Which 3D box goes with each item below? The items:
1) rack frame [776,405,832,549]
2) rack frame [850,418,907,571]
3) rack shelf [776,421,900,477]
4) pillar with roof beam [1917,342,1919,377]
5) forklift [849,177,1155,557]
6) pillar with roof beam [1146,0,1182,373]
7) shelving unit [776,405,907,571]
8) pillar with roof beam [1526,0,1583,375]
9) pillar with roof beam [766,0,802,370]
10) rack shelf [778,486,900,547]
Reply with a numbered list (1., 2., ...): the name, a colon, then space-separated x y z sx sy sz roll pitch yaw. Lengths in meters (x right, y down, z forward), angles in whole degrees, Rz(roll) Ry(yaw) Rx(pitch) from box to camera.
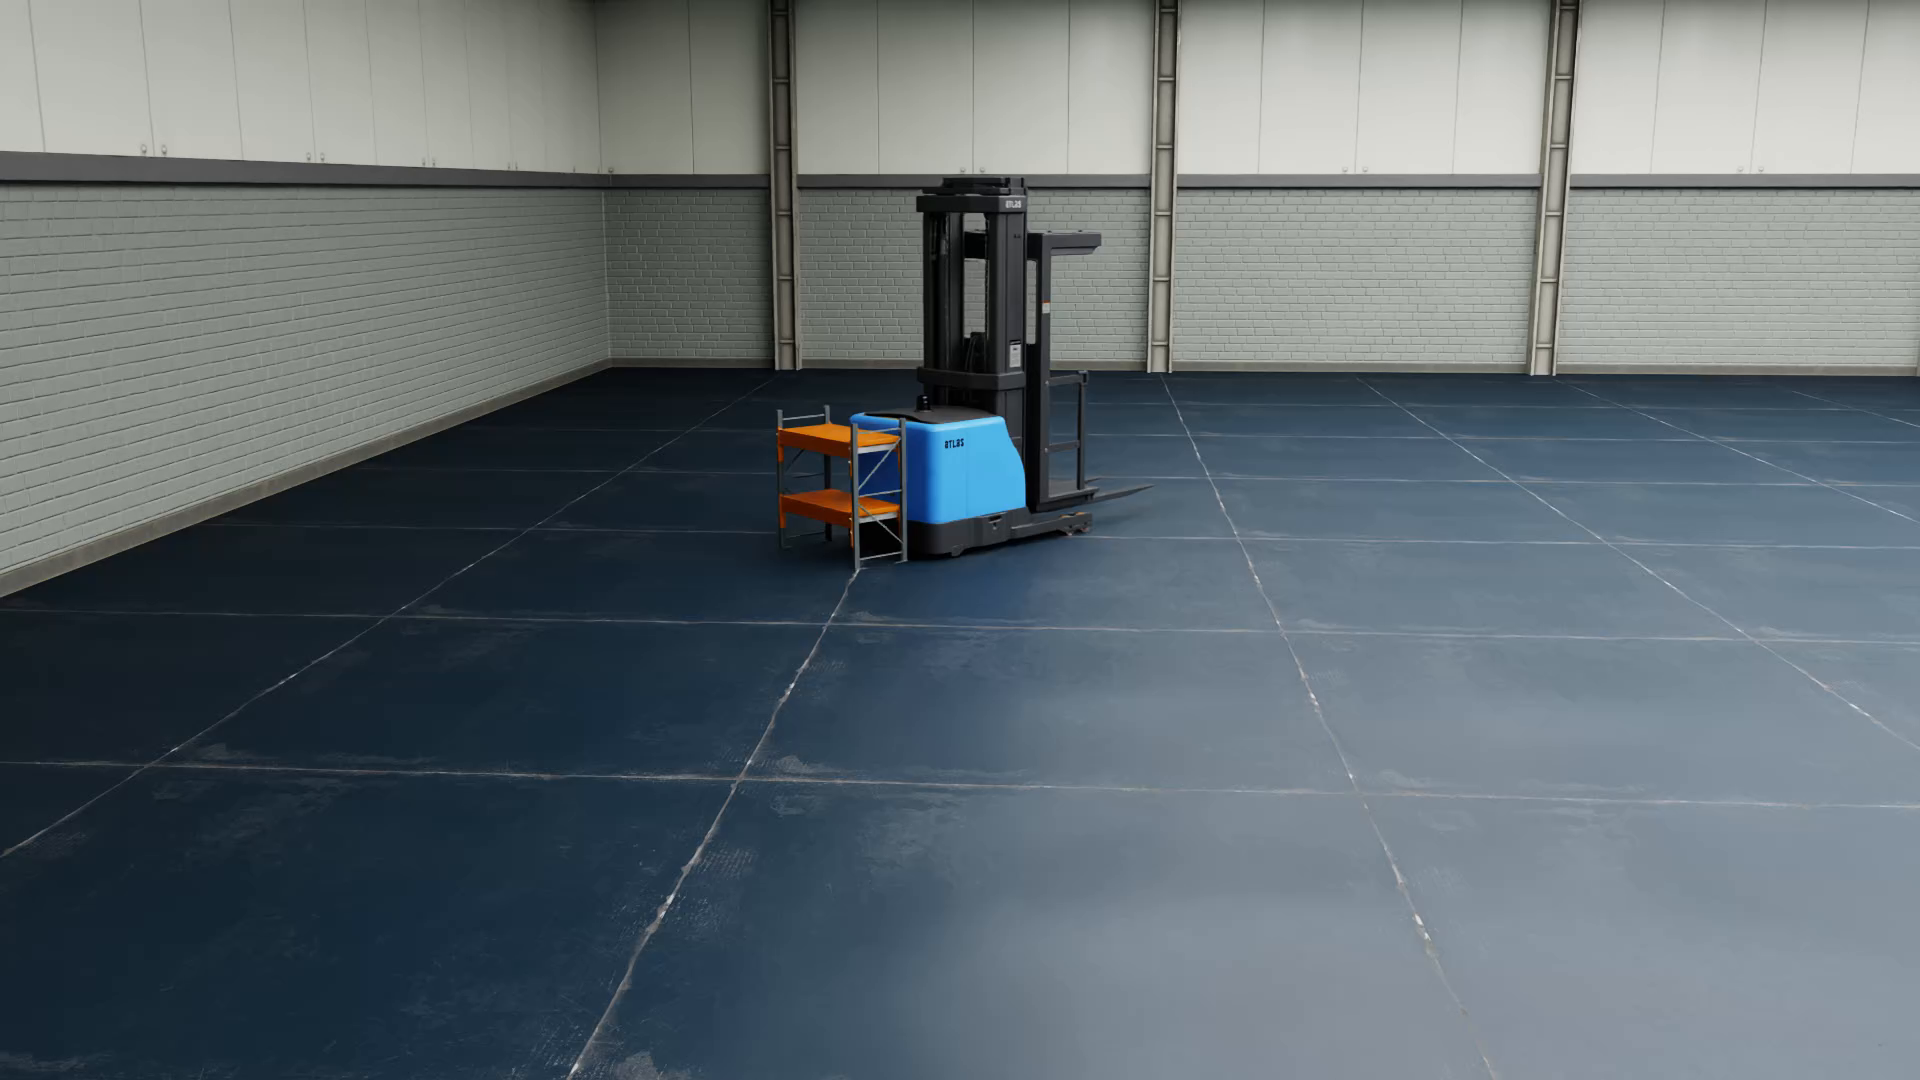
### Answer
1. rack frame: -1.261 -0.513 13.467 0.500 1.125 0.032 -10 15 -38
2. rack frame: -0.616 -0.352 12.697 0.500 1.125 0.032 -10 15 -38
3. rack shelf: -0.939 -0.719 13.021 0.538 0.278 1.000 -10 15 -38
4. pillar with roof beam: 14.879 -6.065 20.782 0.400 9.000 9.100 1 12 4
5. forklift: 0.480 -1.542 13.982 1.130 2.935 3.031 11 16 43
6. pillar with roof beam: 2.906 -6.229 21.567 0.400 9.000 9.100 1 12 4
7. shelving unit: -0.938 -0.432 13.082 0.538 1.125 1.048 -10 15 -38
8. pillar with roof beam: 8.893 -6.147 21.175 0.400 9.000 9.100 1 12 4
9. pillar with roof beam: -3.081 -6.311 21.959 0.400 9.000 9.100 1 12 4
10. rack shelf: -0.938 -0.193 13.133 0.538 0.278 1.000 -10 15 -38
